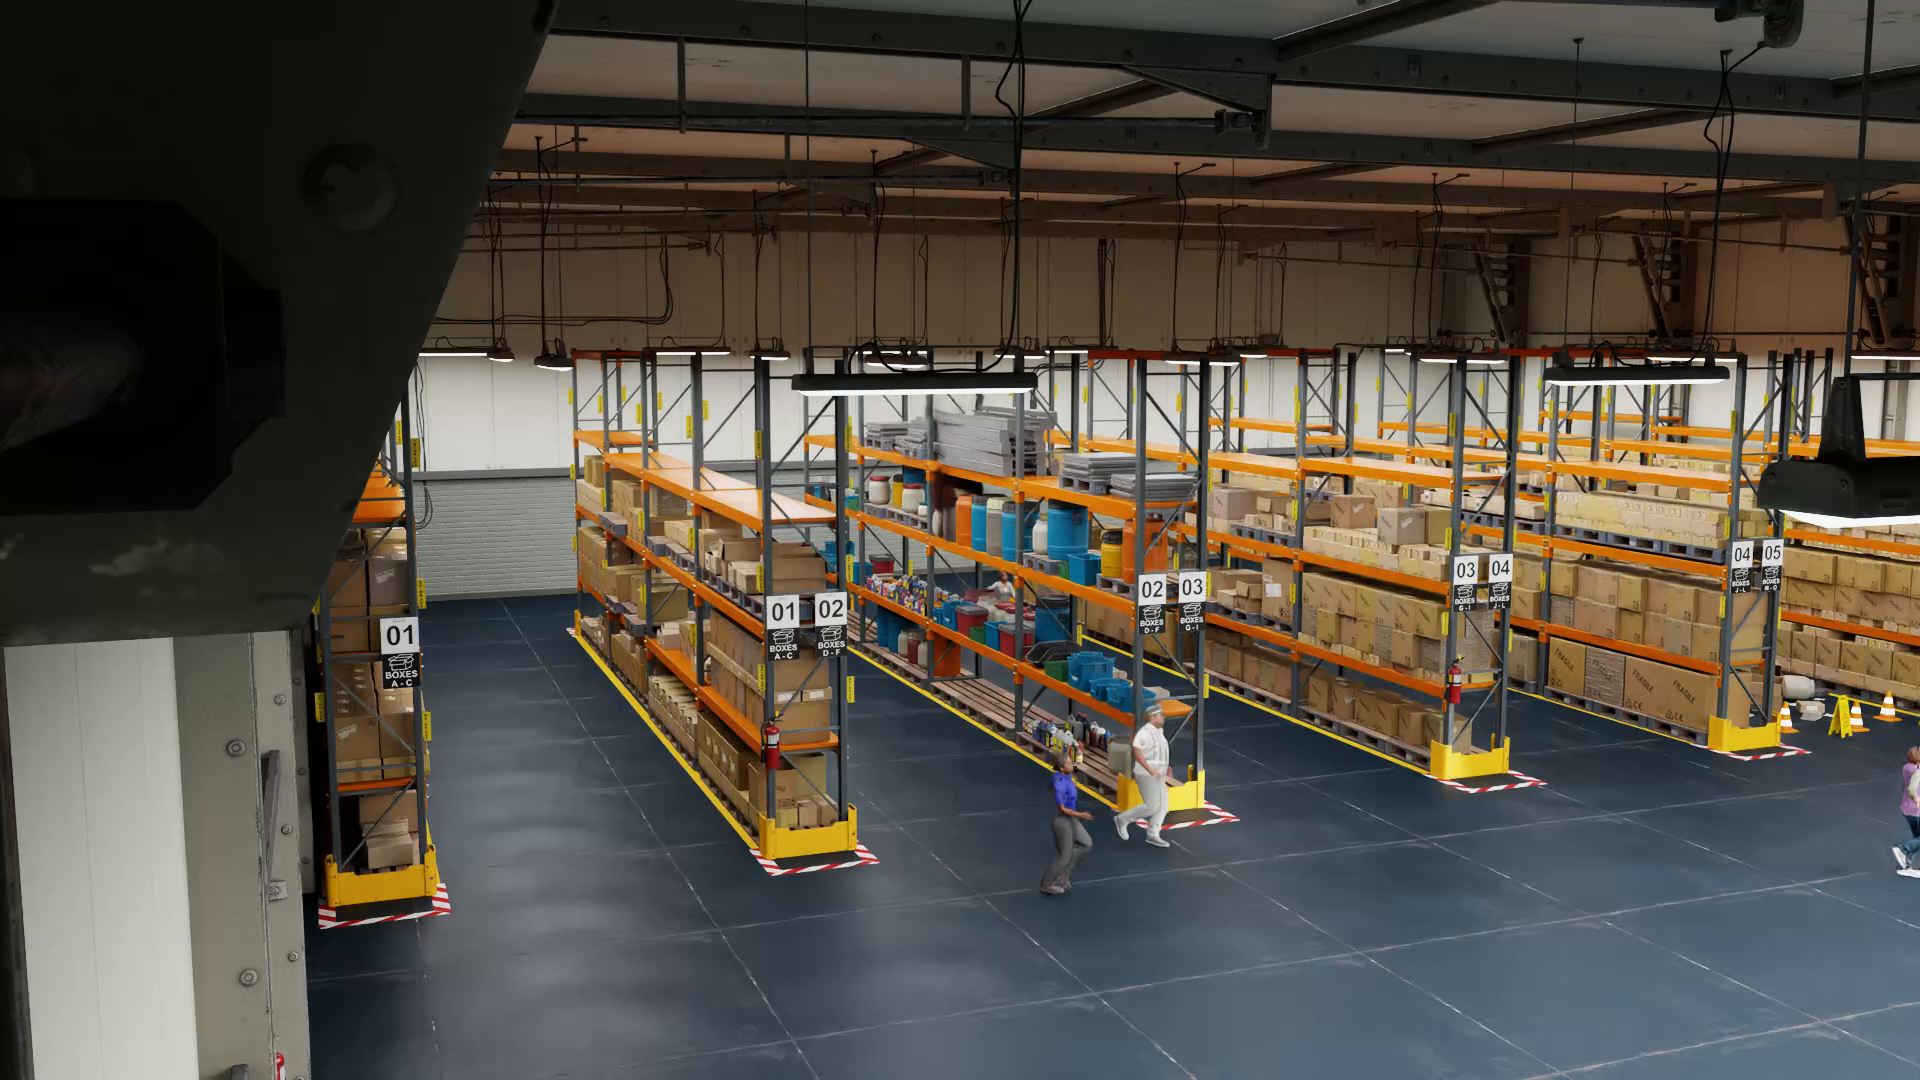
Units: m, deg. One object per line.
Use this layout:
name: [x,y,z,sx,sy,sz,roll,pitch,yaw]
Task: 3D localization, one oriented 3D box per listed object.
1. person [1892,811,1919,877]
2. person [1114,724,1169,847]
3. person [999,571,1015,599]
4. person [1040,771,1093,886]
person: [11.138,3.487,19.430,0.501,0.912,0.337,1,7,10]
person: [2.333,3.033,20.742,0.703,1.478,0.621,3,8,26]
person: [0.828,1.386,33.271,0.476,1.583,0.884,-4,8,-28]
person: [1.204,3.262,18.790,0.589,1.343,0.545,1,7,10]
